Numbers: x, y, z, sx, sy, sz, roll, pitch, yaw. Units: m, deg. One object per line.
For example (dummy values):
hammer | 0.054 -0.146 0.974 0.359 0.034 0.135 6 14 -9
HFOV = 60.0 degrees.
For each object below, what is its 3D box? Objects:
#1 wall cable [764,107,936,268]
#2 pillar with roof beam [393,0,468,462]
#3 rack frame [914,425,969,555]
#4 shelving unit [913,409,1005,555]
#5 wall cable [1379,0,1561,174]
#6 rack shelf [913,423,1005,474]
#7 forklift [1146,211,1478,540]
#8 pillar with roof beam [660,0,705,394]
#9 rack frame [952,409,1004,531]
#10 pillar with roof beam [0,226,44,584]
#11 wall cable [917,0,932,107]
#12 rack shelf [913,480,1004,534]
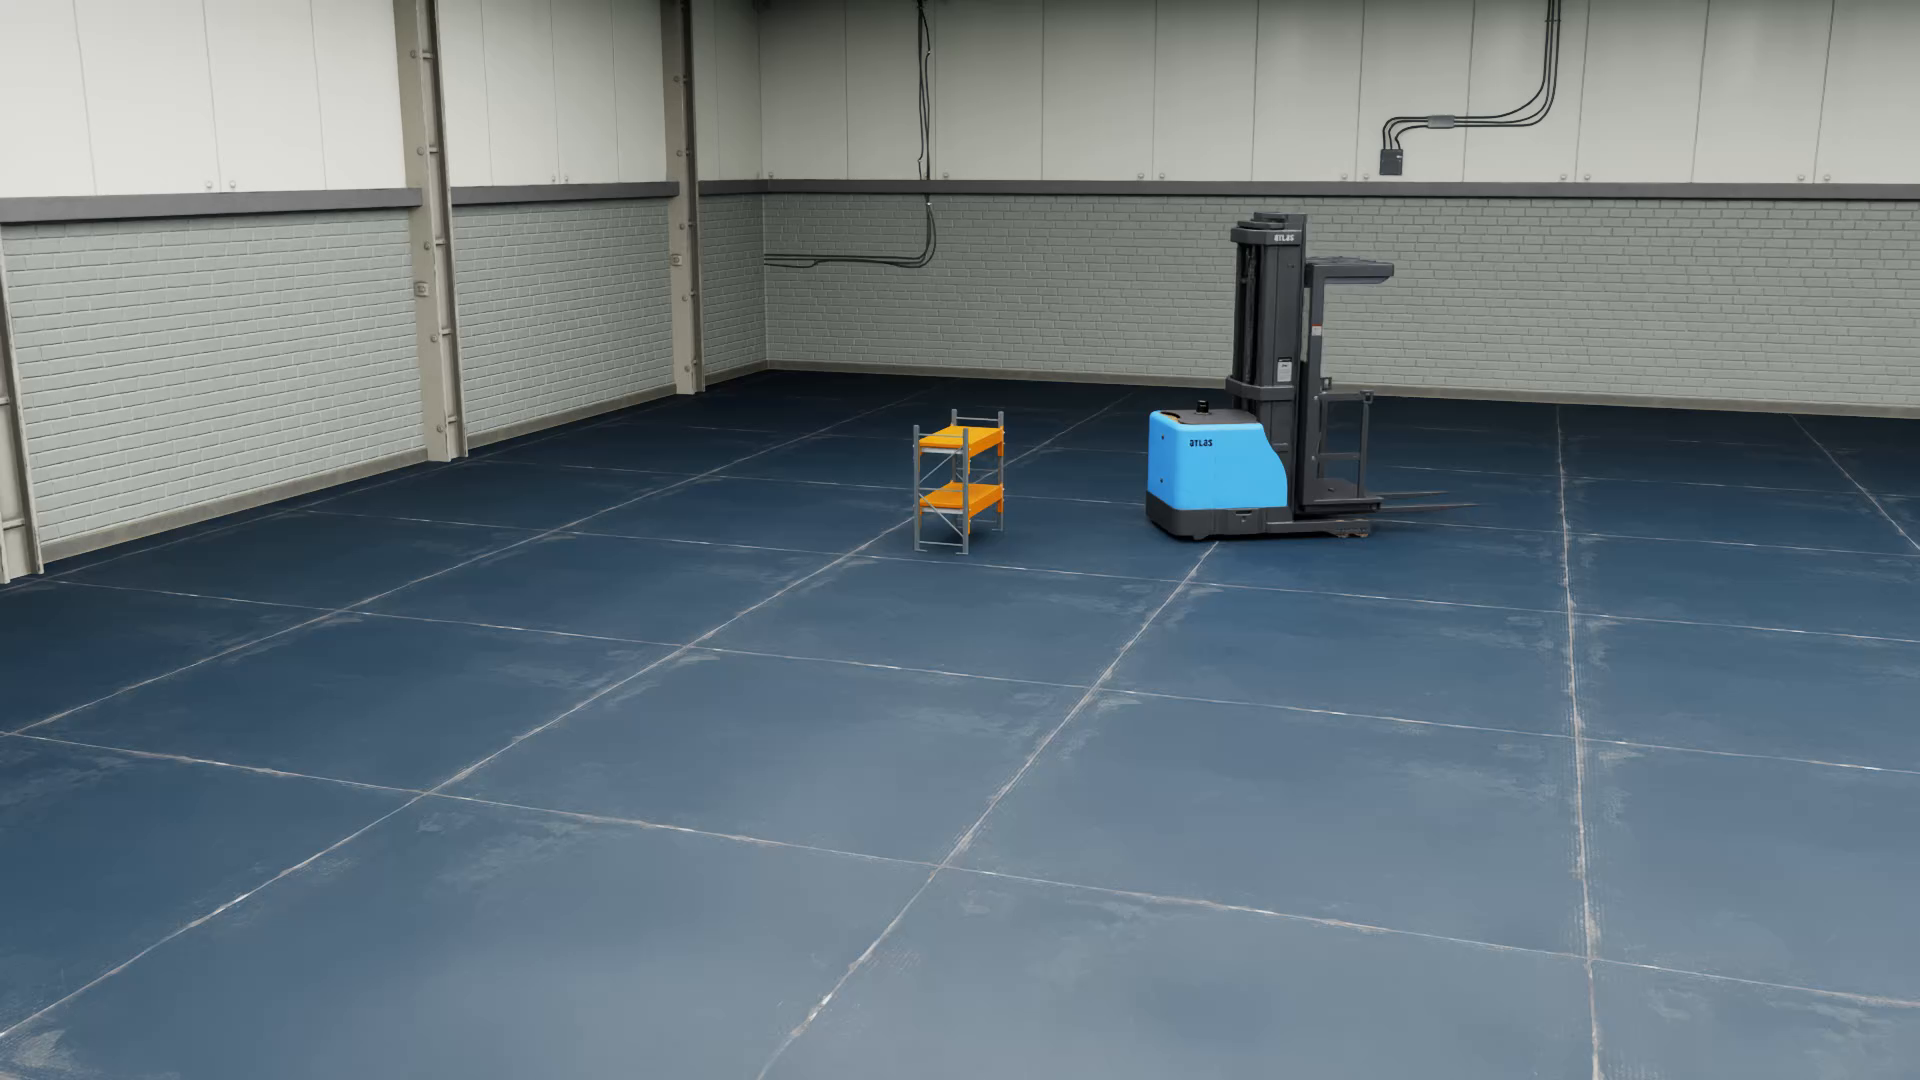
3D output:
wall cable | -1.850 -5.618 26.621 3.097 2.526 0.112 4 14 18
pillar with roof beam | -1.922 -5.034 17.082 9.100 9.000 0.400 4 14 18
rack frame | -0.167 -0.440 14.650 0.500 1.125 0.032 4 14 18
shelving unit | -0.002 -0.547 15.119 0.538 1.125 1.048 4 14 18
wall cable | 7.128 -8.103 22.887 2.305 6.003 0.169 4 14 18
rack shelf | -0.002 -0.832 15.053 0.538 0.278 1.000 4 14 18
forklift | 3.351 -1.563 15.513 3.031 2.935 1.130 -2 13 -9
pillar with roof beam | 0.019 -6.297 22.617 9.100 9.000 0.400 4 14 18
rack frame | 0.162 -0.654 15.588 0.500 1.125 0.032 4 14 18
pillar with roof beam | -3.864 -3.770 11.547 9.100 9.000 0.400 4 14 18
wall cable | 0.710 -7.886 25.205 3.097 2.526 0.112 4 14 18
rack shelf | -0.002 -0.309 15.173 0.538 0.278 1.000 4 14 18
